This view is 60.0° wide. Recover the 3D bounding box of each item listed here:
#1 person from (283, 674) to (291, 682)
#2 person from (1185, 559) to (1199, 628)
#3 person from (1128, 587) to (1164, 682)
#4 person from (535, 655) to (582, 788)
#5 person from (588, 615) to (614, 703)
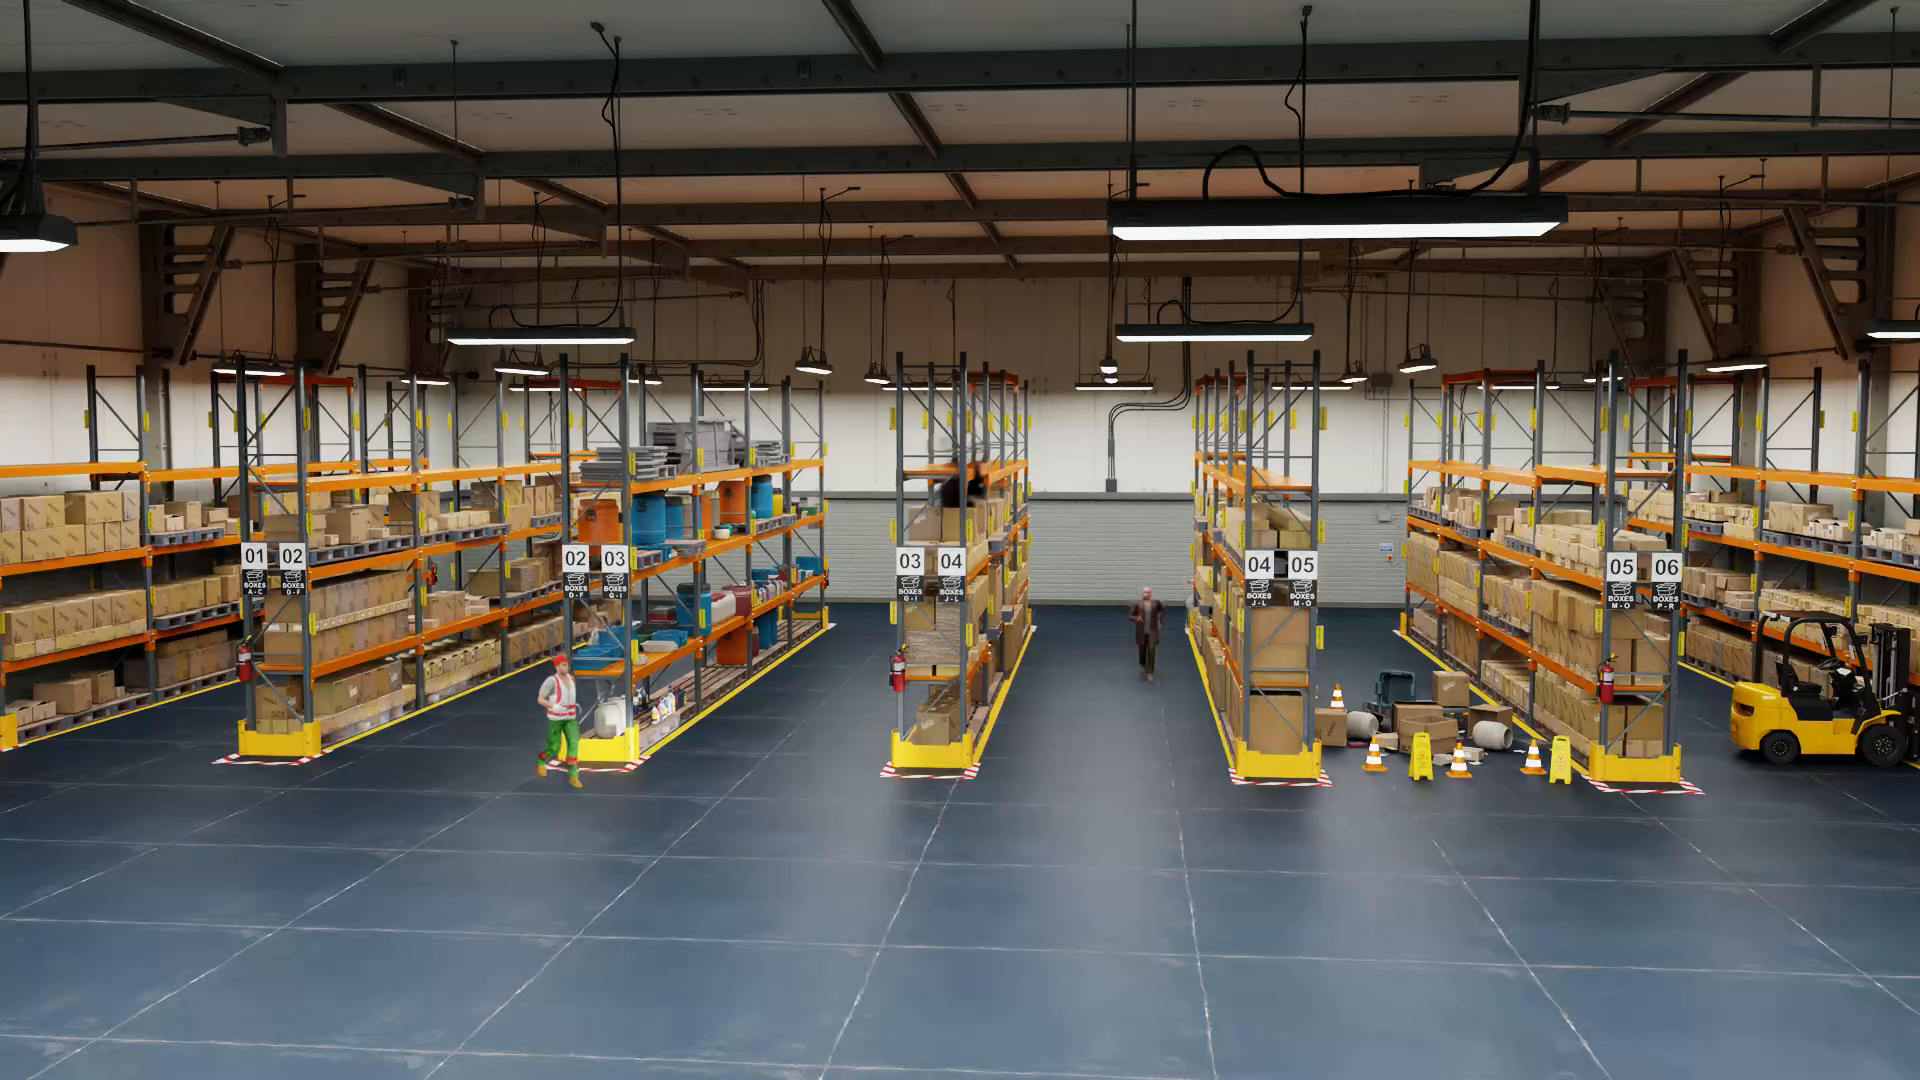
[{"bbox_3d":[-11.675,2.098,29.045,0.669,1.777,0.726,0,4,6],"label":"person"},{"bbox_3d":[5.828,1.290,40.462,0.714,1.725,0.630,0,4,-3],"label":"person"},{"bbox_3d":[3.624,1.798,32.315,0.710,1.781,1.049,0,4,3],"label":"person"},{"bbox_3d":[-5.491,2.473,22.914,1.003,1.786,0.690,4,6,42],"label":"person"},{"bbox_3d":[-6.401,2.113,29.743,0.538,1.549,0.608,0,4,3],"label":"person"}]
